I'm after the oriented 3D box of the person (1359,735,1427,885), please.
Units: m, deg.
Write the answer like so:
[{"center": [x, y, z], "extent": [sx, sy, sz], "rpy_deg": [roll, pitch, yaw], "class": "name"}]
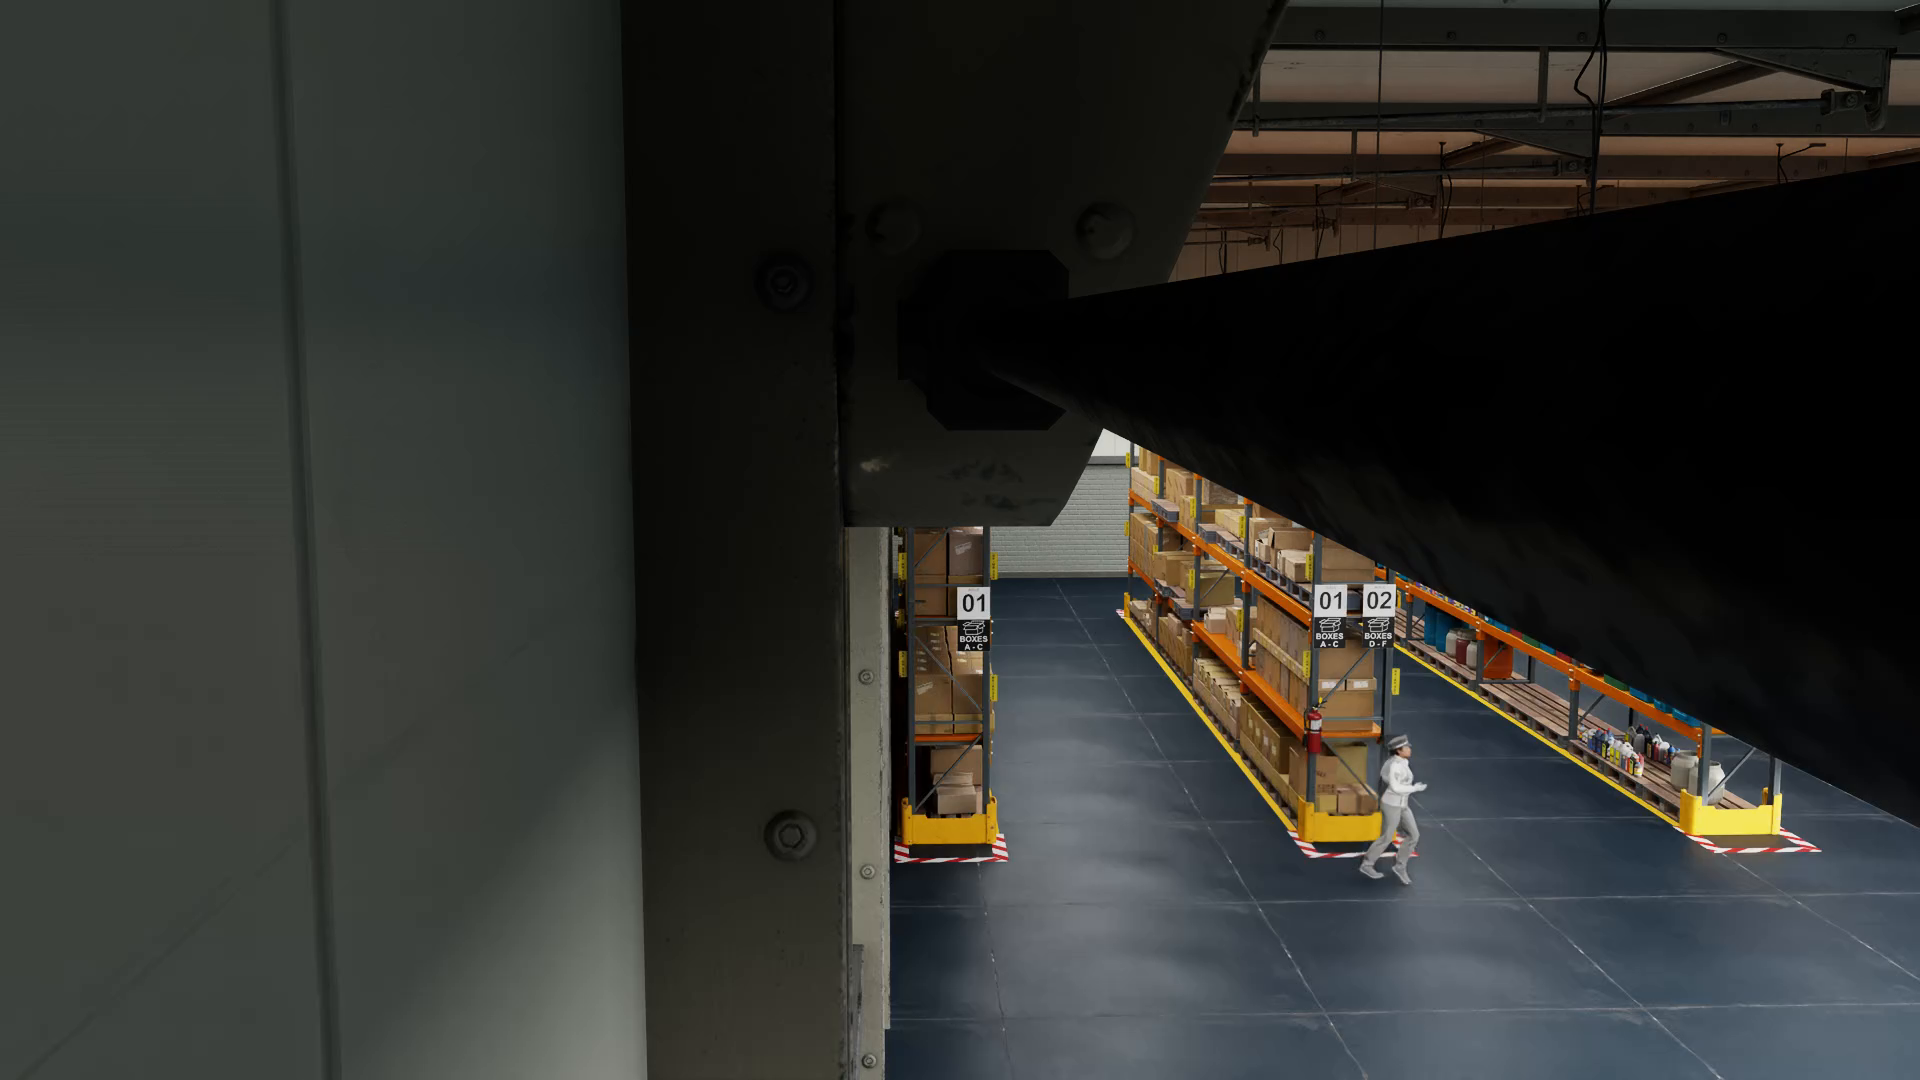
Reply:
[{"center": [4.987, 3.076, 19.048], "extent": [0.715, 1.738, 0.612], "rpy_deg": [3, 8, 25], "class": "person"}]
